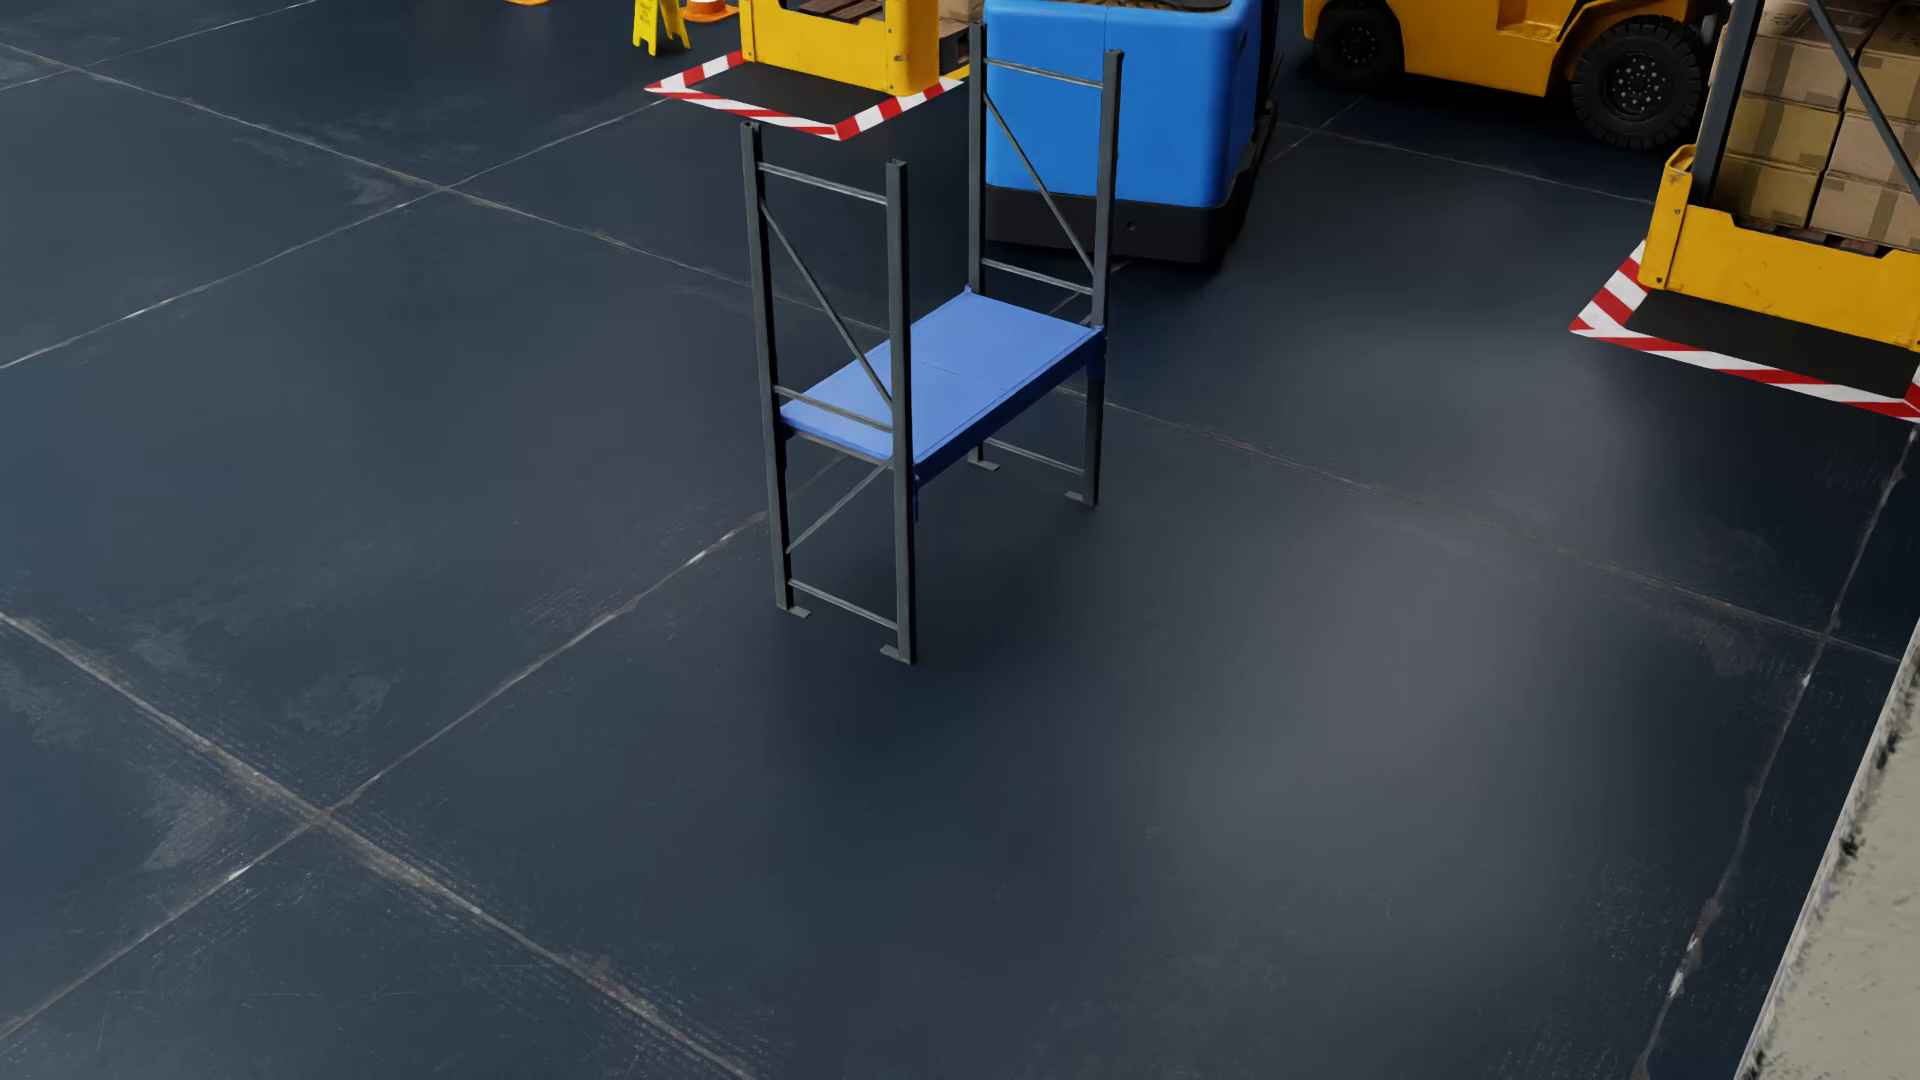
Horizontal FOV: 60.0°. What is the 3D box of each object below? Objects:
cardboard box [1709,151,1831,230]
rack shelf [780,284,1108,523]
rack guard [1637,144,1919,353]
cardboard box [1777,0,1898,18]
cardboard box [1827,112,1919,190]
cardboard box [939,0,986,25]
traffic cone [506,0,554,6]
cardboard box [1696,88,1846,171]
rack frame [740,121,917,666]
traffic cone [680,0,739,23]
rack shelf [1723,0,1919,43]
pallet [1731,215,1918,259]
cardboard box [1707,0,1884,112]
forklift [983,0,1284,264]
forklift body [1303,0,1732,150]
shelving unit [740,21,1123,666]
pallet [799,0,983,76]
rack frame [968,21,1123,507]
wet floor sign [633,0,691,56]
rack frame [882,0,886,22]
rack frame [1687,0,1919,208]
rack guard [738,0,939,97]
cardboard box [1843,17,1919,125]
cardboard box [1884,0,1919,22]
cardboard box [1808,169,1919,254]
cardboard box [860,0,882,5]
[{"bbox_3d":[3.382,-1.560,7.011,0.500,0.250,0.500,22,40,28],"label":"cardboard box"},{"bbox_3d":[-0.049,-0.433,4.924,0.538,0.185,1.000,21,39,28],"label":"rack shelf"},{"bbox_3d":[3.360,-1.162,6.574,1.175,0.500,0.348,21,39,28],"label":"rack guard"},{"bbox_3d":[3.666,-2.206,7.073,0.500,0.250,0.500,22,40,29],"label":"cardboard box"},{"bbox_3d":[3.812,-1.600,6.624,0.500,0.250,0.500,22,40,29],"label":"cardboard box"},{"bbox_3d":[-0.019,-3.110,9.303,0.500,0.250,0.500,21,39,28],"label":"cardboard box"},{"bbox_3d":[-2.627,-3.549,10.137,0.336,0.463,0.334,21,39,28],"label":"traffic cone"},{"bbox_3d":[3.394,-1.774,6.881,0.500,0.250,0.500,21,39,28],"label":"cardboard box"},{"bbox_3d":[-0.338,-0.348,4.478,0.500,1.500,0.032,21,39,28],"label":"rack frame"},{"bbox_3d":[-1.521,-3.351,9.844,0.336,0.463,0.334,21,39,28],"label":"traffic cone"},{"bbox_3d":[4.514,-2.831,7.452,1.077,0.370,4.000,21,39,28],"label":"rack shelf"},{"bbox_3d":[3.775,-1.419,7.211,1.003,0.211,1.213,21,39,28],"label":"pallet"},{"bbox_3d":[3.380,-1.969,6.723,0.500,0.250,0.500,23,40,30],"label":"cardboard box"},{"bbox_3d":[0.960,-3.175,7.381,1.130,2.935,3.031,9,35,13],"label":"forklift"},{"bbox_3d":[2.956,-3.312,8.280,2.313,2.155,1.214,21,39,28],"label":"forklift body"},{"bbox_3d":[-0.049,-0.582,4.824,0.538,1.500,1.048,21,39,28],"label":"shelving unit"},{"bbox_3d":[-0.171,-3.035,9.601,1.003,0.211,1.213,21,39,28],"label":"pallet"},{"bbox_3d":[0.241,-0.816,5.170,0.500,1.500,0.032,21,39,28],"label":"rack frame"},{"bbox_3d":[-1.694,-3.071,9.267,0.232,0.644,0.267,-22,40,-29],"label":"wet floor sign"},{"bbox_3d":[-0.706,-3.792,8.232,1.000,3.000,0.127,21,39,28],"label":"rack frame"},{"bbox_3d":[3.374,-2.208,5.890,1.000,3.000,0.127,21,39,28],"label":"rack frame"},{"bbox_3d":[-0.663,-2.792,8.984,1.175,0.500,0.348,21,39,28],"label":"rack guard"},{"bbox_3d":[3.803,-1.818,6.500,0.500,0.250,0.500,21,39,28],"label":"cardboard box"},{"bbox_3d":[4.085,-2.049,6.842,0.500,0.250,0.500,21,39,28],"label":"cardboard box"},{"bbox_3d":[3.814,-1.407,6.784,0.500,0.250,0.500,21,40,28],"label":"cardboard box"},{"bbox_3d":[-0.453,-3.296,9.578,0.500,0.250,0.500,21,39,28],"label":"cardboard box"}]
